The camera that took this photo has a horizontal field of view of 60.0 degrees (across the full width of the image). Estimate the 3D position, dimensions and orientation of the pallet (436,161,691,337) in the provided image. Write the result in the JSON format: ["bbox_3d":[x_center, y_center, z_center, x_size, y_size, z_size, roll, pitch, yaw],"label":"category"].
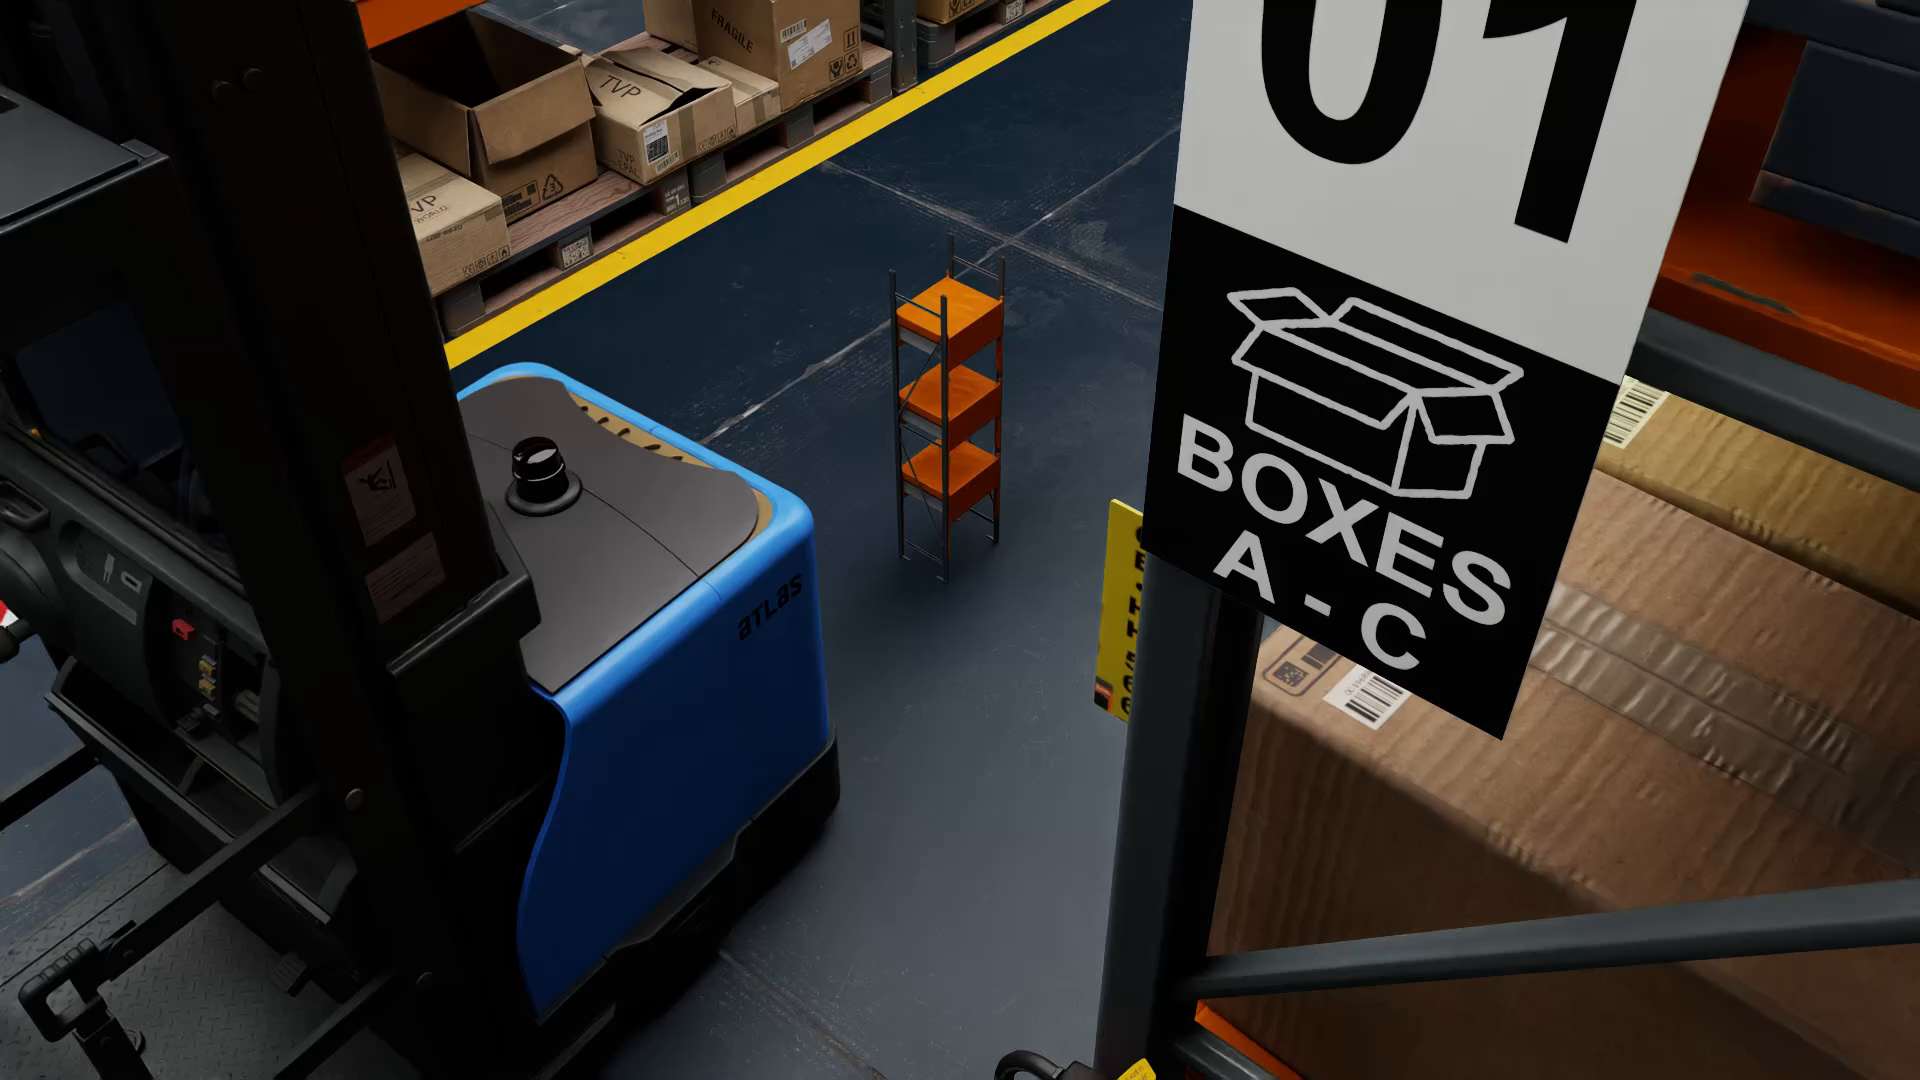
[{"bbox_3d":[-1.840,-1.331,6.557,1.003,0.211,1.213,29,50,28],"label":"pallet"}]

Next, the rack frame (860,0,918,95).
[{"bbox_3d":[-0.612,-3.347,6.701,1.000,3.000,0.127,29,50,28],"label":"rack frame"}]

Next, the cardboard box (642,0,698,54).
[{"bbox_3d":[-1.048,-2.392,7.323,0.500,0.311,0.500,29,50,28],"label":"cardboard box"}]

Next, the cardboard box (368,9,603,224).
[{"bbox_3d":[-1.817,-1.616,6.327,0.797,0.503,0.637,29,50,28],"label":"cardboard box"}]

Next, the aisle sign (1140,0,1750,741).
[{"bbox_3d":[0.332,-0.199,1.307,0.394,0.787,0.004,29,50,28],"label":"aisle sign"}]

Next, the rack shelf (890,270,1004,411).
[{"bbox_3d":[-0.034,-0.563,4.683,0.215,0.259,0.240,29,50,28],"label":"rack shelf"}]

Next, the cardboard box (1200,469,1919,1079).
[{"bbox_3d":[0.928,0.478,2.272,0.980,0.700,0.700,32,51,30],"label":"cardboard box"}]

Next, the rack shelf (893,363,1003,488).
[{"bbox_3d":[-0.034,-0.353,4.874,0.215,0.259,0.240,29,50,28],"label":"rack shelf"}]

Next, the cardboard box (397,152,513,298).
[{"bbox_3d":[-1.976,-1.105,5.952,0.500,0.250,0.500,29,50,28],"label":"cardboard box"}]

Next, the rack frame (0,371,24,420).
[{"bbox_3d":[-3.186,-1.287,4.436,1.000,3.000,0.127,29,50,28],"label":"rack frame"}]

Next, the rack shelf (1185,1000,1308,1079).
[{"bbox_3d":[1.895,0.092,3.454,1.077,0.370,4.000,29,50,28],"label":"rack shelf"}]

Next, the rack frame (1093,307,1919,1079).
[{"bbox_3d":[0.605,0.854,2.081,0.949,2.616,0.053,29,50,28],"label":"rack frame"}]

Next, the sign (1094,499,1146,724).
[{"bbox_3d":[0.201,0.097,1.876,0.100,0.325,0.005,29,50,28],"label":"sign"}]

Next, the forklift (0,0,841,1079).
[{"bbox_3d":[-1.604,0.225,2.823,1.130,2.935,3.031,27,49,26],"label":"forklift"}]

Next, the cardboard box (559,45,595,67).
[{"bbox_3d":[-1.597,-1.889,6.877,0.380,0.166,0.250,29,50,28],"label":"cardboard box"}]

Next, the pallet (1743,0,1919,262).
[{"bbox_3d":[1.077,-0.608,1.525,1.003,0.211,1.213,29,50,28],"label":"pallet"}]

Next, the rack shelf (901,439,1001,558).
[{"bbox_3d":[-0.034,-0.147,5.061,0.215,0.259,0.240,29,50,28],"label":"rack shelf"}]

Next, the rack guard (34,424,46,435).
[{"bbox_3d":[-3.137,-0.401,5.320,1.175,0.500,0.348,29,50,28],"label":"rack guard"}]

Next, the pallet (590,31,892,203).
[{"bbox_3d":[-1.055,-1.962,7.251,1.003,0.211,1.213,29,50,28],"label":"pallet"}]

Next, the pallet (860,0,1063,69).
[{"bbox_3d":[-0.117,-2.750,8.118,1.003,0.211,1.213,29,50,28],"label":"pallet"}]

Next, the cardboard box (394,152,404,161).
[{"bbox_3d":[-2.391,-1.295,6.162,0.500,0.250,0.500,29,50,28],"label":"cardboard box"}]

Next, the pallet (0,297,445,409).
[{"bbox_3d":[-2.625,-0.705,5.869,1.003,0.211,1.213,29,50,28],"label":"pallet"}]

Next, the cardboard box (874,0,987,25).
[{"bbox_3d":[-0.114,-2.728,7.552,0.500,0.500,0.500,27,49,27],"label":"cardboard box"}]

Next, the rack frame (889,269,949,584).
[{"bbox_3d":[-0.113,-0.298,4.797,0.200,1.050,0.008,29,50,28],"label":"rack frame"}]

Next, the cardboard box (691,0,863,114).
[{"bbox_3d":[-0.762,-2.169,6.936,0.500,0.500,0.500,29,50,28],"label":"cardboard box"}]

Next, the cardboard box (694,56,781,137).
[{"bbox_3d":[-0.957,-1.820,6.814,0.380,0.149,0.250,29,50,28],"label":"cardboard box"}]

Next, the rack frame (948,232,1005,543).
[{"bbox_3d":[0.044,-0.424,4.936,0.200,1.050,0.008,29,50,28],"label":"rack frame"}]

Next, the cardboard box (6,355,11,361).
[{"bbox_3d":[-3.025,-0.912,5.554,0.500,0.500,0.500,29,50,28],"label":"cardboard box"}]

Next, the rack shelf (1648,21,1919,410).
[{"bbox_3d":[1.895,-1.018,2.445,1.077,0.370,4.000,29,50,28],"label":"rack shelf"}]

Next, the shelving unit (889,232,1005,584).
[{"bbox_3d":[-0.034,-0.361,4.867,0.215,1.050,0.252,29,50,28],"label":"shelving unit"}]

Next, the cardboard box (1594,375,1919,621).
[{"bbox_3d":[1.388,0.098,2.689,0.980,0.700,0.700,29,50,28],"label":"cardboard box"}]

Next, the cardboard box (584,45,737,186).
[{"bbox_3d":[-1.244,-1.712,6.575,0.500,0.311,0.500,29,50,28],"label":"cardboard box"}]

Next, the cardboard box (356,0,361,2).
[{"bbox_3d":[-2.046,-1.964,5.106,0.500,0.500,0.500,29,50,28],"label":"cardboard box"}]

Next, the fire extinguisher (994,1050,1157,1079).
[{"bbox_3d":[0.157,0.900,2.365,0.296,0.674,0.183,29,50,28],"label":"fire extinguisher"}]
